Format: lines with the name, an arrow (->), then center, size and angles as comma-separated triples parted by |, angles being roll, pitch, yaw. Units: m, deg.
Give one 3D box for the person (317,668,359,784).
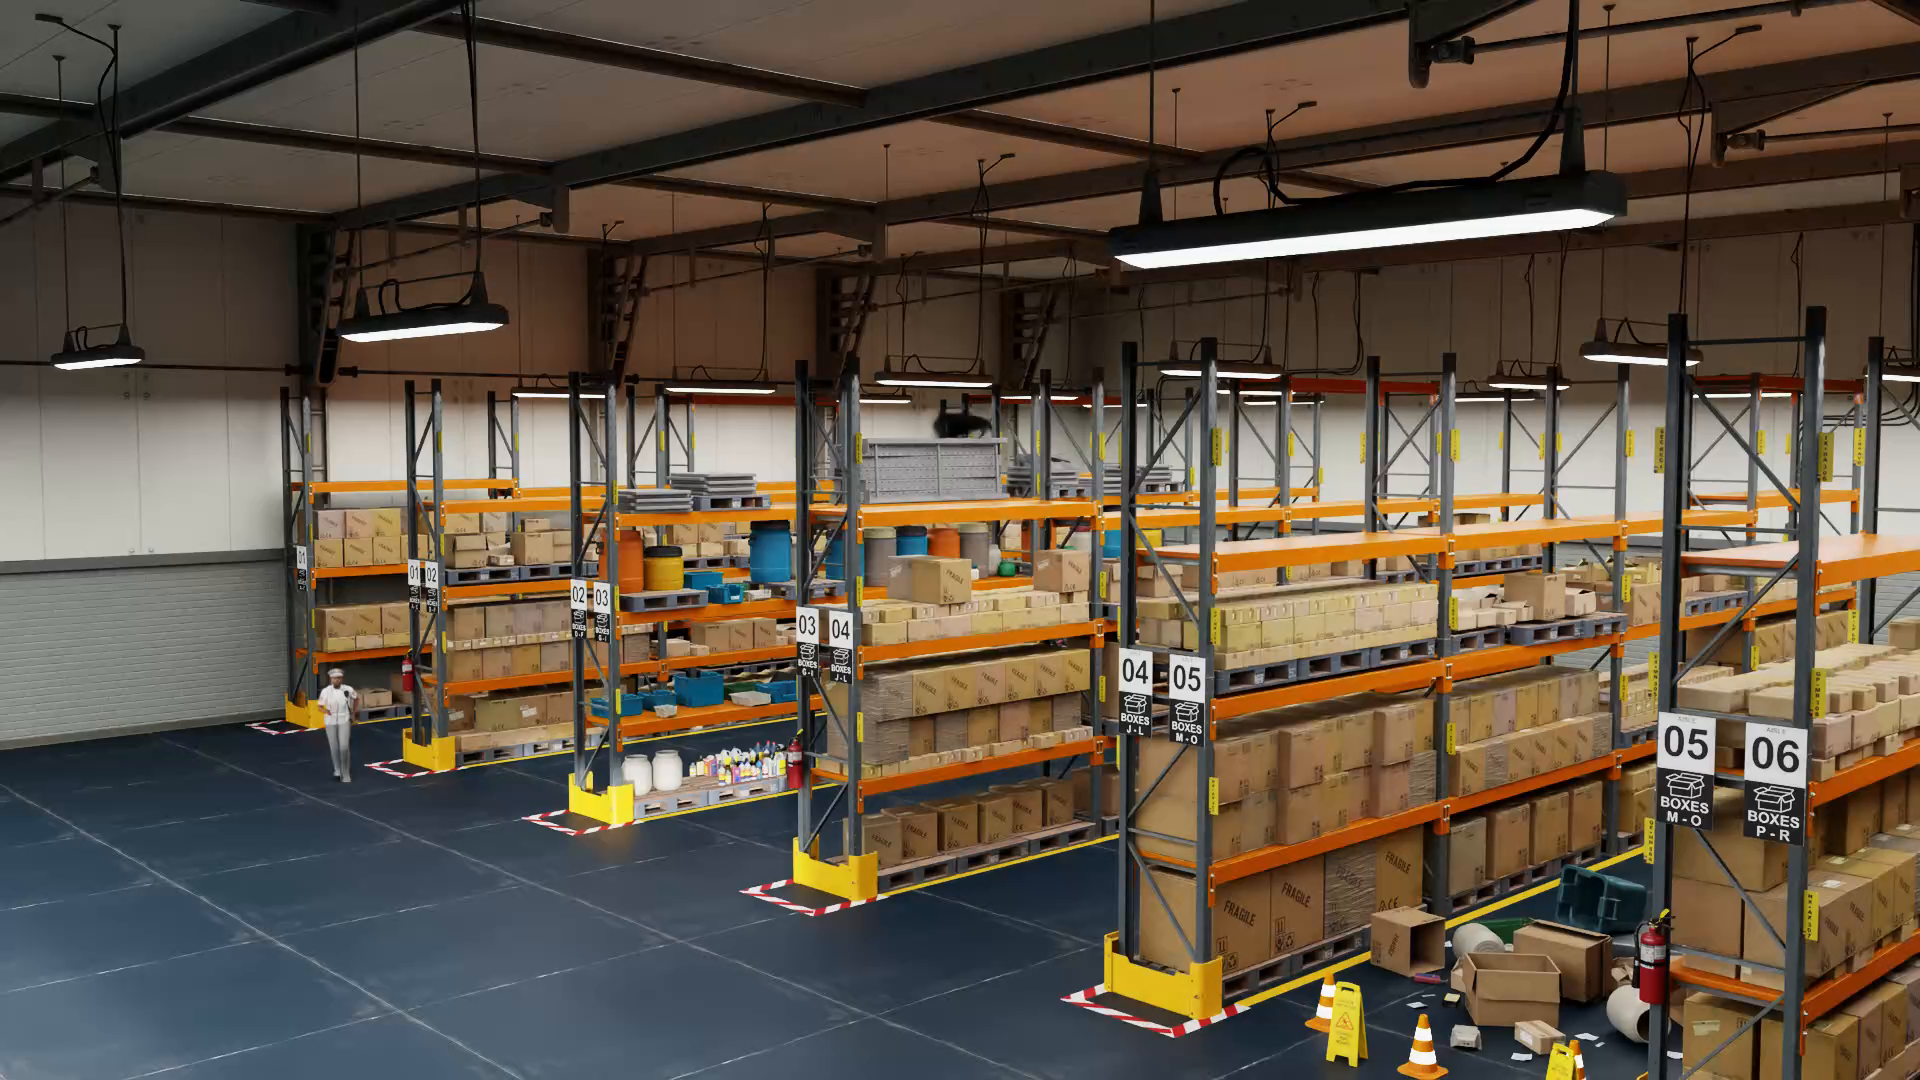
person -> -9.234, 2.761, 24.679 | 0.567, 1.746, 0.734 | -1, 4, -15
